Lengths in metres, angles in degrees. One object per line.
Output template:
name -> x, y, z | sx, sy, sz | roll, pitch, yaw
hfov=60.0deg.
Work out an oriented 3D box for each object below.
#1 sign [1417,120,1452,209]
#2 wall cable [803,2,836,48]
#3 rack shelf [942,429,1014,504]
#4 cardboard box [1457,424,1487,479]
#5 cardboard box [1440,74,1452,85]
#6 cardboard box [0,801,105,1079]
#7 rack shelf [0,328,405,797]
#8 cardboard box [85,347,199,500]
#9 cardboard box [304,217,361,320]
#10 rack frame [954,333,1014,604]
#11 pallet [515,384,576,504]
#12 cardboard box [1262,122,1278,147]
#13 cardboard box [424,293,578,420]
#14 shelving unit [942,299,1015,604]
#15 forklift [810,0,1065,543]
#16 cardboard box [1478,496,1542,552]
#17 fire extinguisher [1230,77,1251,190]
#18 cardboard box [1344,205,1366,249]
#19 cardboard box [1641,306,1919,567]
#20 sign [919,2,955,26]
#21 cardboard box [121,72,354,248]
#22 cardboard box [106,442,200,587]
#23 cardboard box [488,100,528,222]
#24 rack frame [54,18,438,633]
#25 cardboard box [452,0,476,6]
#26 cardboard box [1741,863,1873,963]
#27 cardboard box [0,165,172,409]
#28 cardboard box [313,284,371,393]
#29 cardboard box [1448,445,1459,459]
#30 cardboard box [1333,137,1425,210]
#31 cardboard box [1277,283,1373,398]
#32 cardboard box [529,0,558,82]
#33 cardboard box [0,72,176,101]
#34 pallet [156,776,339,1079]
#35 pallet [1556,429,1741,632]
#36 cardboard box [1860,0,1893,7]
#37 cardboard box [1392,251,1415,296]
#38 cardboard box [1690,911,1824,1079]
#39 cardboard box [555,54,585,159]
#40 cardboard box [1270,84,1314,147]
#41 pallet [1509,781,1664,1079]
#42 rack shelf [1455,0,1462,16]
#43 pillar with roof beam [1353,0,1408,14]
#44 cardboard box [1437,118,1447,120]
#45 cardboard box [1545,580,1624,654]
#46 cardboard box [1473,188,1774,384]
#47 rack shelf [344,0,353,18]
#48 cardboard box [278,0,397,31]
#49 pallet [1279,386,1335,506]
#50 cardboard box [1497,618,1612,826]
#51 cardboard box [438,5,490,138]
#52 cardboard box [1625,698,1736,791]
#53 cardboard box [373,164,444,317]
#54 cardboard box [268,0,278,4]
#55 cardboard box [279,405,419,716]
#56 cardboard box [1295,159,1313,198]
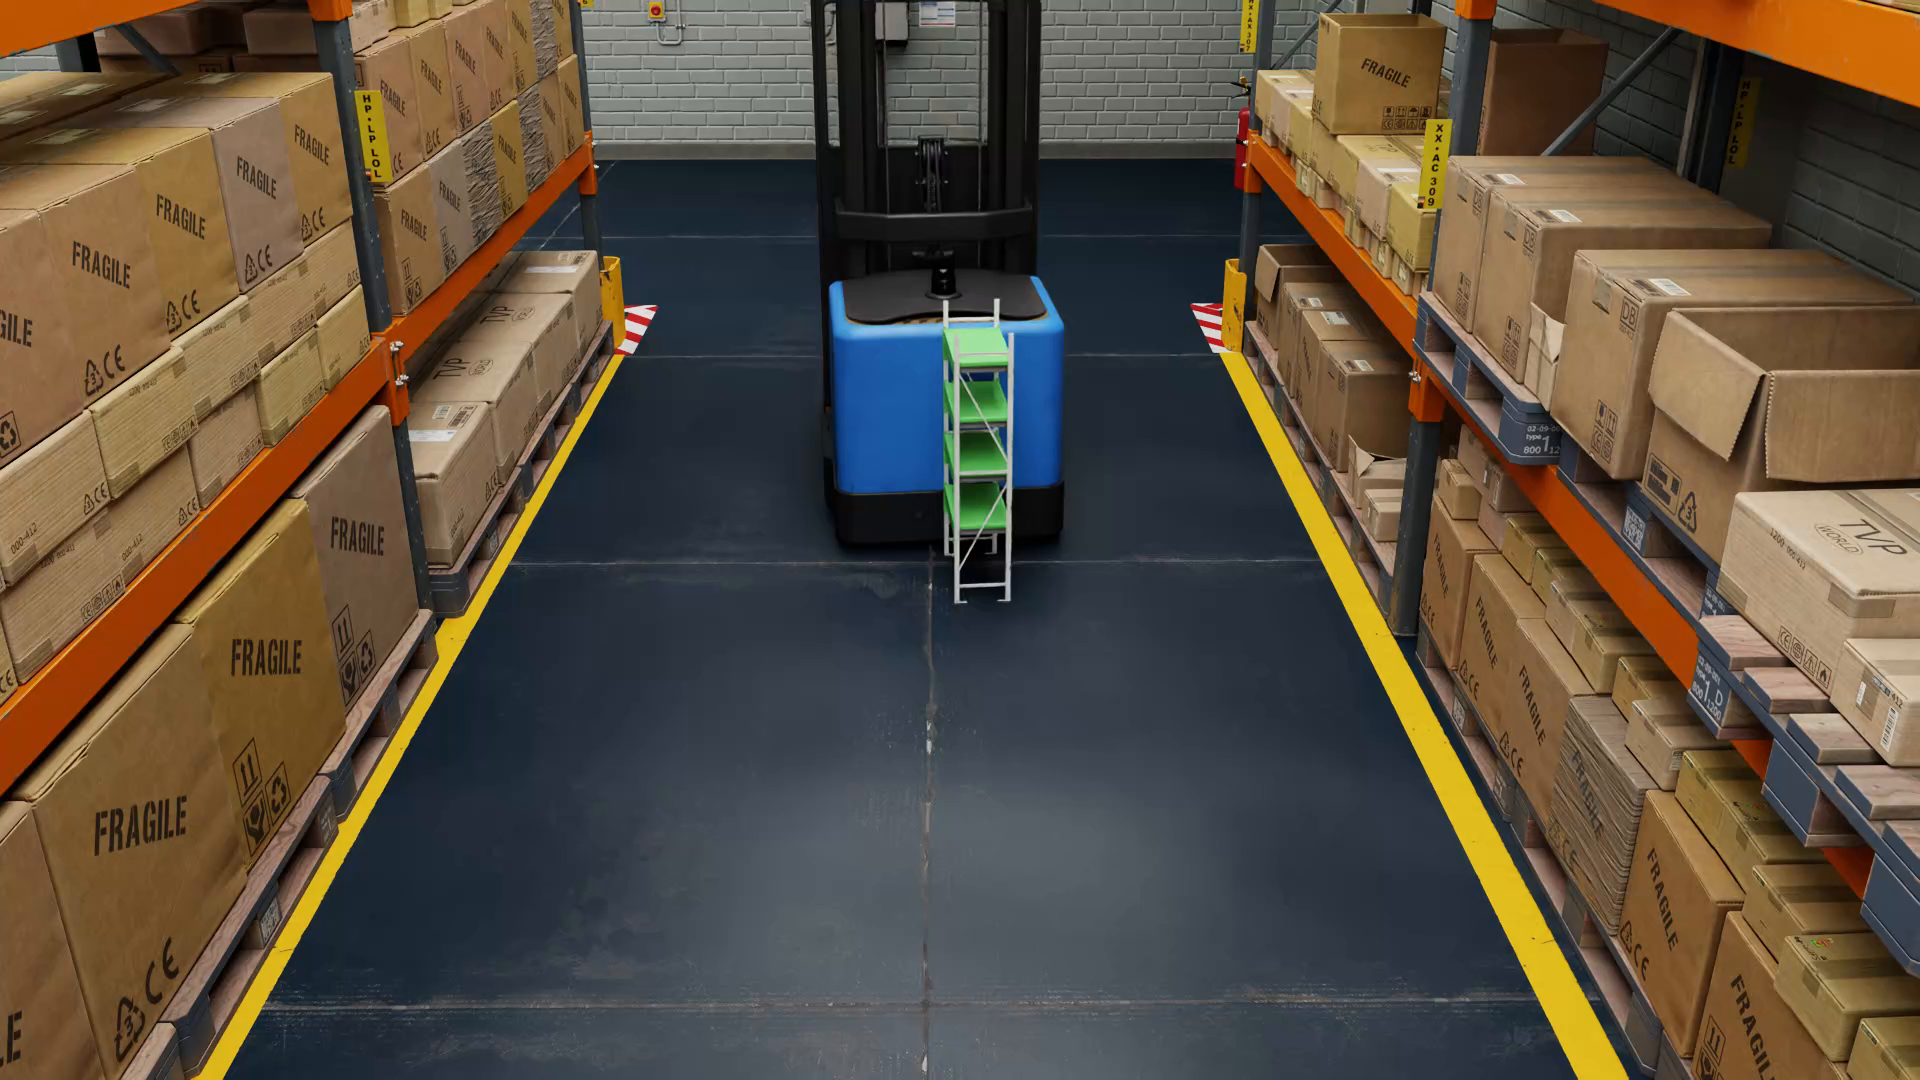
sign -> 1.746, -1.379, 6.108 | 0.100, 0.325, 0.005 | 0, 24, -1
wall cable -> -1.385, -5.412, 14.843 | 0.588, 1.984, 0.122 | 0, 24, -1
rack shelf -> 0.073, -0.320, 7.156 | 0.258, 0.148, 0.480 | -2, 24, -5
cardboard box -> 2.087, -0.325, 6.204 | 0.380, 0.149, 0.250 | -1, 24, -1
cardboard box -> 2.515, -2.517, 9.497 | 0.500, 0.250, 0.500 | 0, 24, 1
cardboard box -> -2.555, 1.174, 3.584 | 0.875, 0.875, 0.875 | 0, 24, -1
rack shelf -> -2.653, 0.186, 4.573 | 1.077, 0.370, 4.000 | 0, 24, -1
cardboard box -> -2.380, -0.315, 4.381 | 0.500, 0.250, 0.500 | 0, 24, 0
cardboard box -> -2.427, -0.945, 5.775 | 0.500, 0.250, 0.500 | 0, 24, -1
rack frame -> 0.097, -0.278, 6.909 | 0.240, 1.200, 0.015 | -2, 24, -5
pallet -> -2.621, -0.513, 8.629 | 1.003, 0.211, 1.213 | 0, 24, -1
cardboard box -> 1.974, -2.387, 9.693 | 0.380, 0.149, 0.250 | 0, 24, -1
cardboard box -> -2.593, -0.990, 8.898 | 0.875, 0.438, 0.875 | 0, 24, 1
shelving unit -> 0.073, -0.378, 7.130 | 0.258, 1.200, 0.503 | -2, 24, -5
forklift -> -0.185, -1.893, 8.379 | 1.130, 2.935, 3.031 | -2, 24, -5
cardboard box -> 2.107, -0.075, 6.013 | 0.380, 0.149, 0.250 | -1, 24, -2
fire extinguisher -> 1.781, -2.492, 10.166 | 0.296, 0.674, 0.183 | 0, 24, -1
cardboard box -> 1.975, -1.433, 7.584 | 0.380, 0.149, 0.250 | -1, 24, -1
cardboard box -> 2.130, -0.252, 4.032 | 0.797, 0.503, 0.637 | -1, 24, -2
sign -> -0.209, -4.932, 15.129 | 0.329, 0.494, 0.001 | 0, 24, -1
cardboard box -> -2.419, -1.284, 5.615 | 0.500, 0.500, 0.500 | 1, 24, 1
cardboard box -> -2.417, -0.084, 4.477 | 0.500, 0.250, 0.500 | 0, 24, -1
cardboard box -> -2.424, -1.831, 8.037 | 0.500, 0.500, 0.500 | 0, 24, 1
rack frame -> -2.675, -0.966, 6.246 | 1.000, 3.000, 0.127 | 0, 24, -1
cardboard box -> -2.416, -2.522, 7.564 | 0.380, 0.149, 0.250 | 0, 24, 0
cardboard box -> 2.081, 0.887, 3.886 | 0.380, 0.149, 0.250 | -1, 24, -2
cardboard box -> -2.399, -0.649, 4.210 | 0.500, 0.500, 0.500 | 0, 24, 0
cardboard box -> -2.418, -0.714, 5.871 | 0.500, 0.250, 0.500 | -1, 24, -2
cardboard box -> 2.513, -0.334, 7.799 | 0.380, 0.149, 0.250 | -1, 24, -1
cardboard box -> 2.027, -1.678, 7.641 | 0.500, 0.250, 0.500 | 0, 24, -1
cardboard box -> 2.127, -1.086, 9.035 | 0.700, 0.500, 0.500 | 1, 24, 2
cardboard box -> -2.440, -2.703, 8.751 | 0.500, 0.500, 0.500 | 0, 24, 0
cardboard box -> -2.957, -1.285, 5.616 | 0.500, 0.500, 0.500 | 0, 24, 0
pallet -> -2.575, 1.126, 5.005 | 1.003, 0.211, 1.213 | 0, 24, -1
pallet -> 2.307, -0.056, 4.466 | 1.003, 0.211, 1.213 | 0, 24, -1
cardboard box -> 2.072, -1.264, 3.447 | 0.500, 0.250, 0.500 | 0, 24, -1
cardboard box -> 2.008, -1.113, 6.876 | 0.380, 0.149, 0.250 | 0, 24, 1
cardboard box -> 2.118, 1.226, 3.923 | 0.500, 0.500, 0.500 | -1, 24, -1
cardboard box -> -2.448, -2.463, 9.433 | 0.500, 0.500, 0.500 | 0, 24, 0
cardboard box -> 1.986, -2.310, 9.038 | 0.500, 0.250, 0.500 | 0, 24, 0
pallet -> 2.352, 1.119, 5.019 | 1.003, 0.211, 1.213 | 0, 24, -1
rack shelf -> 2.267, -2.853, 7.652 | 1.077, 0.370, 4.000 | 0, 24, -1
pillar with roof beam -> -1.188, -6.468, 11.130 | 9.100, 9.000, 0.400 | 0, 24, -1
cardboard box -> 2.526, -1.885, 8.099 | 0.500, 0.250, 0.500 | 0, 24, -1
cardboard box -> 2.103, 0.246, 5.302 | 0.380, 0.149, 0.250 | 0, 24, -1
cardboard box -> 2.076, -0.813, 5.277 | 0.700, 0.500, 0.500 | 0, 24, 0
rack shelf -> -2.696, -2.829, 7.599 | 1.077, 0.370, 4.000 | 0, 24, -1
cardboard box -> -2.482, -2.105, 6.642 | 0.380, 0.149, 0.250 | -1, 24, -1
pallet -> 2.266, -0.506, 8.614 | 1.003, 0.211, 1.213 | 0, 24, -1
cardboard box -> 2.086, 0.583, 5.345 | 0.500, 0.500, 0.500 | -1, 24, -2
cardboard box -> -2.431, -2.084, 7.383 | 0.500, 0.500, 0.500 | 0, 24, 0
cardboard box -> 2.087, 0.561, 4.606 | 0.380, 0.149, 0.250 | -1, 24, -3
cardboard box -> -2.418, -1.206, 6.656 | 0.500, 0.500, 0.500 | 1, 24, 1
cardboard box -> -2.883, -2.100, 6.632 | 0.380, 0.149, 0.250 | 0, 24, 0
cardboard box -> -2.588, 0.066, 6.034 | 0.875, 0.875, 0.875 | 0, 24, 1
cardboard box -> 1.939, -1.856, 8.519 | 0.380, 0.149, 0.250 | -1, 24, -2
